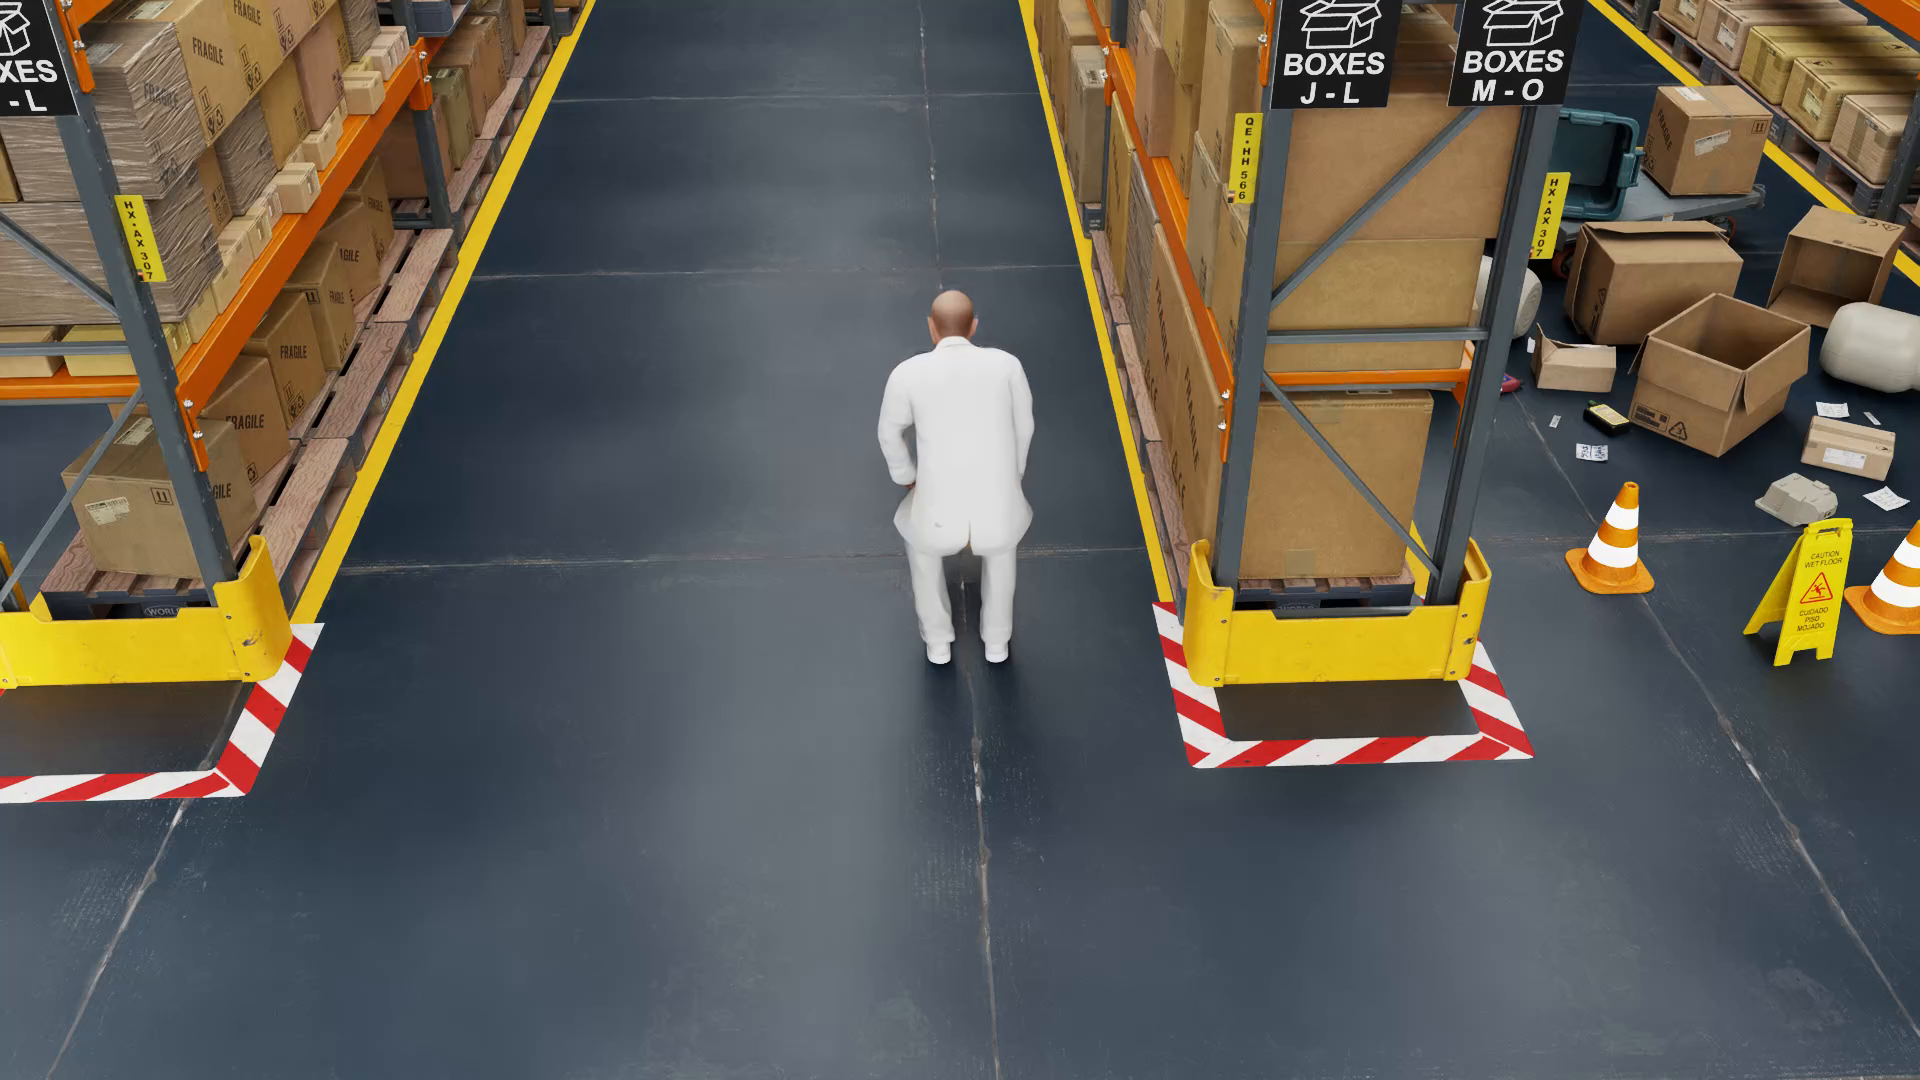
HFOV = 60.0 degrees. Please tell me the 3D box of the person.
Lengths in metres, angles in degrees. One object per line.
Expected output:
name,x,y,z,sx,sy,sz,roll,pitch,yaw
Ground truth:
person,-0.013,-0.208,6.709,0.628,1.497,0.659,-1,35,-2
